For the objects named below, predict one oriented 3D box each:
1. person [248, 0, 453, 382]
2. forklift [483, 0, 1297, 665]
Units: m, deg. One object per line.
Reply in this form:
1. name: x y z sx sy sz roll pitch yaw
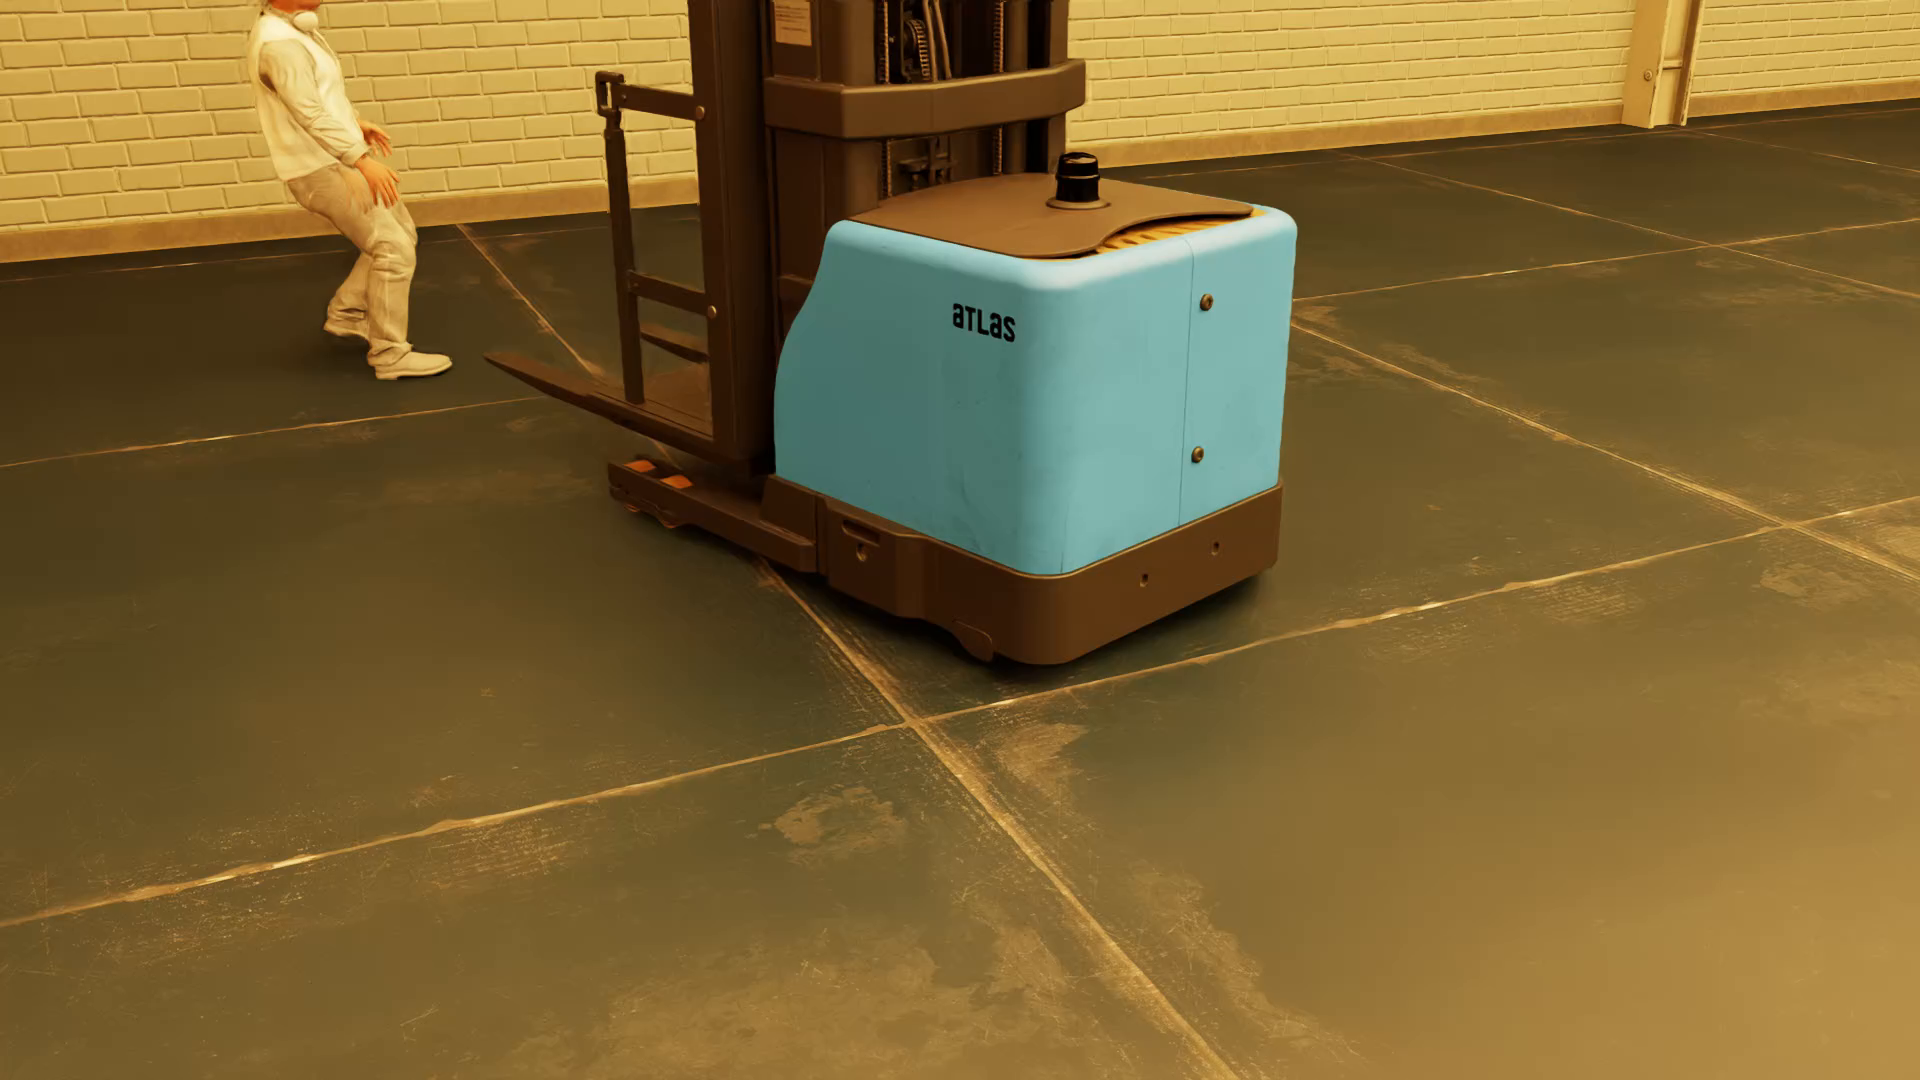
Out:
1. person: -2.414 -1.507 6.550 0.625 1.681 0.767 -6 23 -14
2. forklift: -0.477 -1.511 4.924 1.130 2.935 3.031 -21 30 -40
